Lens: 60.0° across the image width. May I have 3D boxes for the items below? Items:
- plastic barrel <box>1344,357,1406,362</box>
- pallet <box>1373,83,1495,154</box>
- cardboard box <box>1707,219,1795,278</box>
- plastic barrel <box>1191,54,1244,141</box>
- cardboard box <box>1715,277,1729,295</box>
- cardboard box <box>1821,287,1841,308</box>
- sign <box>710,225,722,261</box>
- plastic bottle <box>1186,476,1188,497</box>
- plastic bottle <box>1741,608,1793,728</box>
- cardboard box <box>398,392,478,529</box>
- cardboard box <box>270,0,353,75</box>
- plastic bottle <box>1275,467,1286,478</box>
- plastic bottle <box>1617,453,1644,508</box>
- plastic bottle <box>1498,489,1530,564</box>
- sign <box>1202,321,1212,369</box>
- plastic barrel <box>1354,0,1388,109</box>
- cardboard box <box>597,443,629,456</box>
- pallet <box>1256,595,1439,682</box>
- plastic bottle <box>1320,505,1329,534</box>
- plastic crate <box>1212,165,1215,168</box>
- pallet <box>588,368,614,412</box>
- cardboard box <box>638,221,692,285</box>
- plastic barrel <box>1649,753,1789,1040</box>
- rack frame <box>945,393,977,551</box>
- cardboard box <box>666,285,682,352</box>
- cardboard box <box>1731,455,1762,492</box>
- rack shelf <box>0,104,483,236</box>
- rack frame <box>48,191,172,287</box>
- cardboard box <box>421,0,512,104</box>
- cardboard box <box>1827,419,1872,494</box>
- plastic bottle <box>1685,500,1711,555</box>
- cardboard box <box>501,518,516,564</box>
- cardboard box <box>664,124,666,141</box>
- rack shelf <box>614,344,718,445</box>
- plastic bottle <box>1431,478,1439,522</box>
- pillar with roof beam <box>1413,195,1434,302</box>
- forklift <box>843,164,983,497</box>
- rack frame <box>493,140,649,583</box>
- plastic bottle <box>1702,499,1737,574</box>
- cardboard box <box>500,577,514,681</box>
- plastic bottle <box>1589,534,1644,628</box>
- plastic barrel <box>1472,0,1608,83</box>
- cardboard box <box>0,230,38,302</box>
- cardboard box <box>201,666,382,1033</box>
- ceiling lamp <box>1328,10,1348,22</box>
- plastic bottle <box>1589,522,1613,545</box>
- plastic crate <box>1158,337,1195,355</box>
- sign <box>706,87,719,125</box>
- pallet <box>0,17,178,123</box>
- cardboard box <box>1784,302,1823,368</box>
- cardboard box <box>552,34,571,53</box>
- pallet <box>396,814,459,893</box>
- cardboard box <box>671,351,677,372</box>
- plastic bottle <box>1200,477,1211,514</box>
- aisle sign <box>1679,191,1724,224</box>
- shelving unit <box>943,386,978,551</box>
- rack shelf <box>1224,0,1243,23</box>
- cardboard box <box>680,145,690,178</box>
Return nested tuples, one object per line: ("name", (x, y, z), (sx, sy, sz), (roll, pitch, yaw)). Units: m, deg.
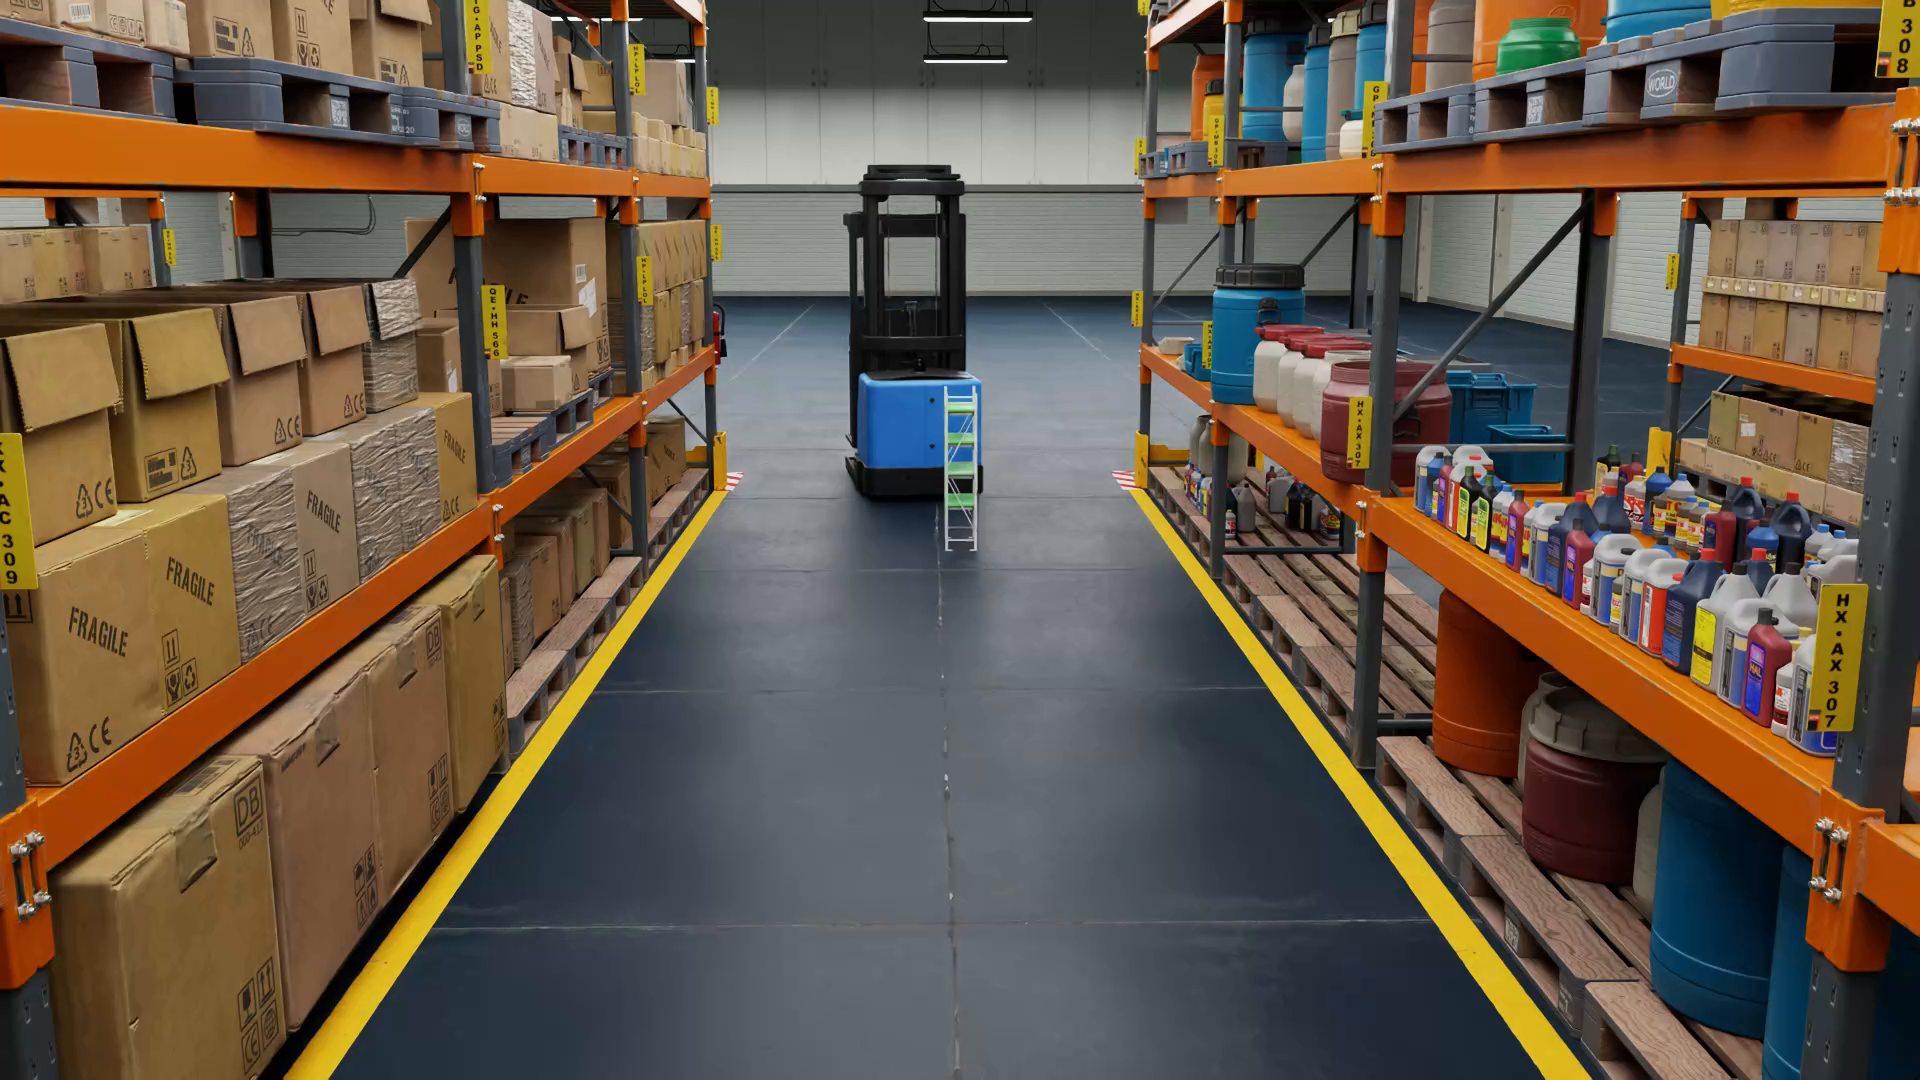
("plastic barrel", (2.114, -0.666, 8.515), (0.421, 0.512, 0.421), (0, 11, 0))
("pallet", (2.267, -1.632, 6.492), (1.003, 0.211, 1.213), (0, 11, -1))
("cardboard box", (7.134, -2.599, 14.810), (0.700, 0.500, 0.500), (0, 11, -1))
("plastic barrel", (2.321, -3.788, 14.505), (0.600, 0.830, 0.708), (0, 11, -1))
("cardboard box", (6.937, -2.253, 14.736), (0.380, 0.149, 0.250), (-1, 11, -3))
("cardboard box", (6.974, -1.895, 12.971), (0.380, 0.149, 0.250), (0, 11, 0))
("sign", (-2.213, -2.698, 15.106), (0.100, 0.325, 0.005), (0, 11, -1))
("plastic bottle", (1.912, -0.460, 13.712), (0.097, 0.201, 0.097), (0, 11, 0))
("plastic bottle", (2.050, 0.322, 4.221), (0.061, 0.283, 0.133), (0, 11, -1))
("cardboard box", (-2.345, -0.339, 6.934), (0.500, 0.500, 0.500), (0, 11, 1))
("cardboard box", (-2.413, -1.820, 5.632), (0.500, 0.500, 0.500), (0, 11, 2))
("plastic bottle", (2.638, -0.465, 13.550), (0.152, 0.276, 0.135), (0, 11, -1))
("plastic bottle", (2.788, -0.226, 6.921), (0.061, 0.283, 0.133), (0, 11, -1))
("plastic bottle", (2.029, -0.050, 6.085), (0.097, 0.271, 0.097), (0, 11, 0))
("sign", (1.716, -1.338, 11.414), (0.100, 0.325, 0.005), (0, 11, -1))
("plastic barrel", (2.521, -2.558, 9.319), (0.600, 0.901, 0.708), (0, 11, -1))
("cardboard box", (-2.765, -0.480, 13.109), (0.500, 0.500, 0.500), (-1, 12, -6))
("pallet", (2.349, 0.563, 9.752), (1.003, 0.211, 1.213), (0, 11, -1))
("plastic bottle", (2.694, -0.152, 12.197), (0.097, 0.201, 0.097), (0, 11, 0))
("plastic crate", (1.829, -2.861, 12.735), (0.243, 0.136, 0.396), (0, 11, -1))
("pallet", (-2.815, -0.936, 10.609), (1.003, 0.211, 1.213), (0, 11, -1))
("cardboard box", (-2.486, -2.355, 13.609), (0.500, 0.500, 0.500), (0, 11, -1))
("plastic barrel", (2.423, 0.961, 4.998), (0.600, 0.901, 0.708), (0, 11, -1))
("rack frame", (0.008, -0.507, 12.539), (0.240, 1.200, 0.015), (0, 11, -1))
("cardboard box", (-2.688, -1.765, 13.214), (0.875, 0.500, 0.500), (0, 11, -1))
("cardboard box", (6.948, -0.569, 14.180), (0.500, 0.250, 0.500), (0, 11, -1))
("rack shelf", (-2.562, -1.107, 5.236), (1.077, 0.370, 4.000), (0, 11, -1))
("rack frame", (-7.729, -1.977, 15.260), (1.000, 3.000, 0.127), (0, 11, -1))
("cardboard box", (-2.356, -2.246, 7.530), (0.500, 0.500, 0.500), (0, 11, -1))
("cardboard box", (6.992, -0.639, 12.636), (0.500, 0.500, 0.500), (0, 11, -1))
("plastic bottle", (2.785, -0.046, 6.243), (0.097, 0.201, 0.097), (0, 11, 0))
("cardboard box", (-2.668, 0.016, 8.728), (0.500, 0.250, 0.500), (1, 12, 5))
("cardboard box", (-2.488, -3.150, 12.872), (0.380, 0.149, 0.250), (0, 11, 0))
("rack shelf", (-2.727, -1.227, 13.373), (1.077, 0.370, 4.000), (0, 11, -1))
("plastic bottle", (2.012, -0.180, 6.903), (0.097, 0.201, 0.097), (0, 11, 0))
("pillar with roof beam", (8.044, -10.789, 43.605), (9.100, 9.000, 0.548), (0, 11, -1))
("forklift", (-0.524, -2.065, 15.867), (1.130, 2.935, 3.031), (-2, 12, -8))
("rack frame", (-2.686, -1.182, 11.342), (1.000, 3.000, 0.127), (0, 11, -1))
("plastic bottle", (2.667, -0.007, 5.843), (0.061, 0.283, 0.133), (0, 11, -1))
("cardboard box", (-2.637, 0.489, 8.283), (0.700, 0.500, 0.500), (-1, 11, -4))
("plastic bottle", (2.075, 0.126, 5.207), (0.152, 0.276, 0.135), (0, 11, -1))
("plastic barrel", (2.358, -2.181, 6.584), (0.600, 0.830, 0.708), (0, 11, -1))
("cardboard box", (-7.621, -2.075, 12.649), (0.875, 0.550, 0.550), (0, 11, -1))
("cardboard box", (-2.573, 0.939, 5.175), (1.225, 0.875, 0.875), (-1, 11, -3))
("ceiling lamp", (7.656, -11.068, 30.299), (2.000, 3.185, 0.800), (0, 11, -1))
("plastic bottle", (2.103, 0.078, 5.452), (0.097, 0.271, 0.097), (0, 11, 0))
("plastic crate", (1.880, -1.689, 14.504), (0.298, 0.136, 0.250), (0, 11, -1))
("sign", (-2.213, -3.880, 14.867), (0.100, 0.325, 0.005), (0, 11, -1))
("pallet", (-2.589, -1.150, 4.121), (0.805, 0.209, 1.217), (-1, 11, -3))
("cardboard box", (7.167, -1.666, 13.474), (0.700, 0.500, 0.500), (0, 11, 1))
("cardboard box", (-2.950, -3.180, 11.390), (0.500, 0.500, 0.500), (-1, 11, -3))
("pallet", (-2.662, 1.137, 6.926), (1.003, 0.211, 1.213), (0, 11, -1))
("cardboard box", (-2.434, -1.401, 13.053), (0.380, 0.149, 0.250), (0, 11, -1))
("plastic bottle", (1.955, -0.345, 12.958), (0.152, 0.276, 0.135), (0, 11, 0))
("aisle sign", (6.828, -3.303, 15.258), (0.394, 0.787, 0.004), (0, 11, -1))
("shelving unit", (0.003, -0.555, 12.778), (0.258, 1.200, 0.503), (0, 11, -1))
("rack shelf", (2.307, -3.196, 8.997), (1.077, 0.370, 4.000), (0, 11, -1))
("cardboard box", (-2.489, -3.078, 13.519), (0.500, 0.250, 0.500), (0, 11, 0))
